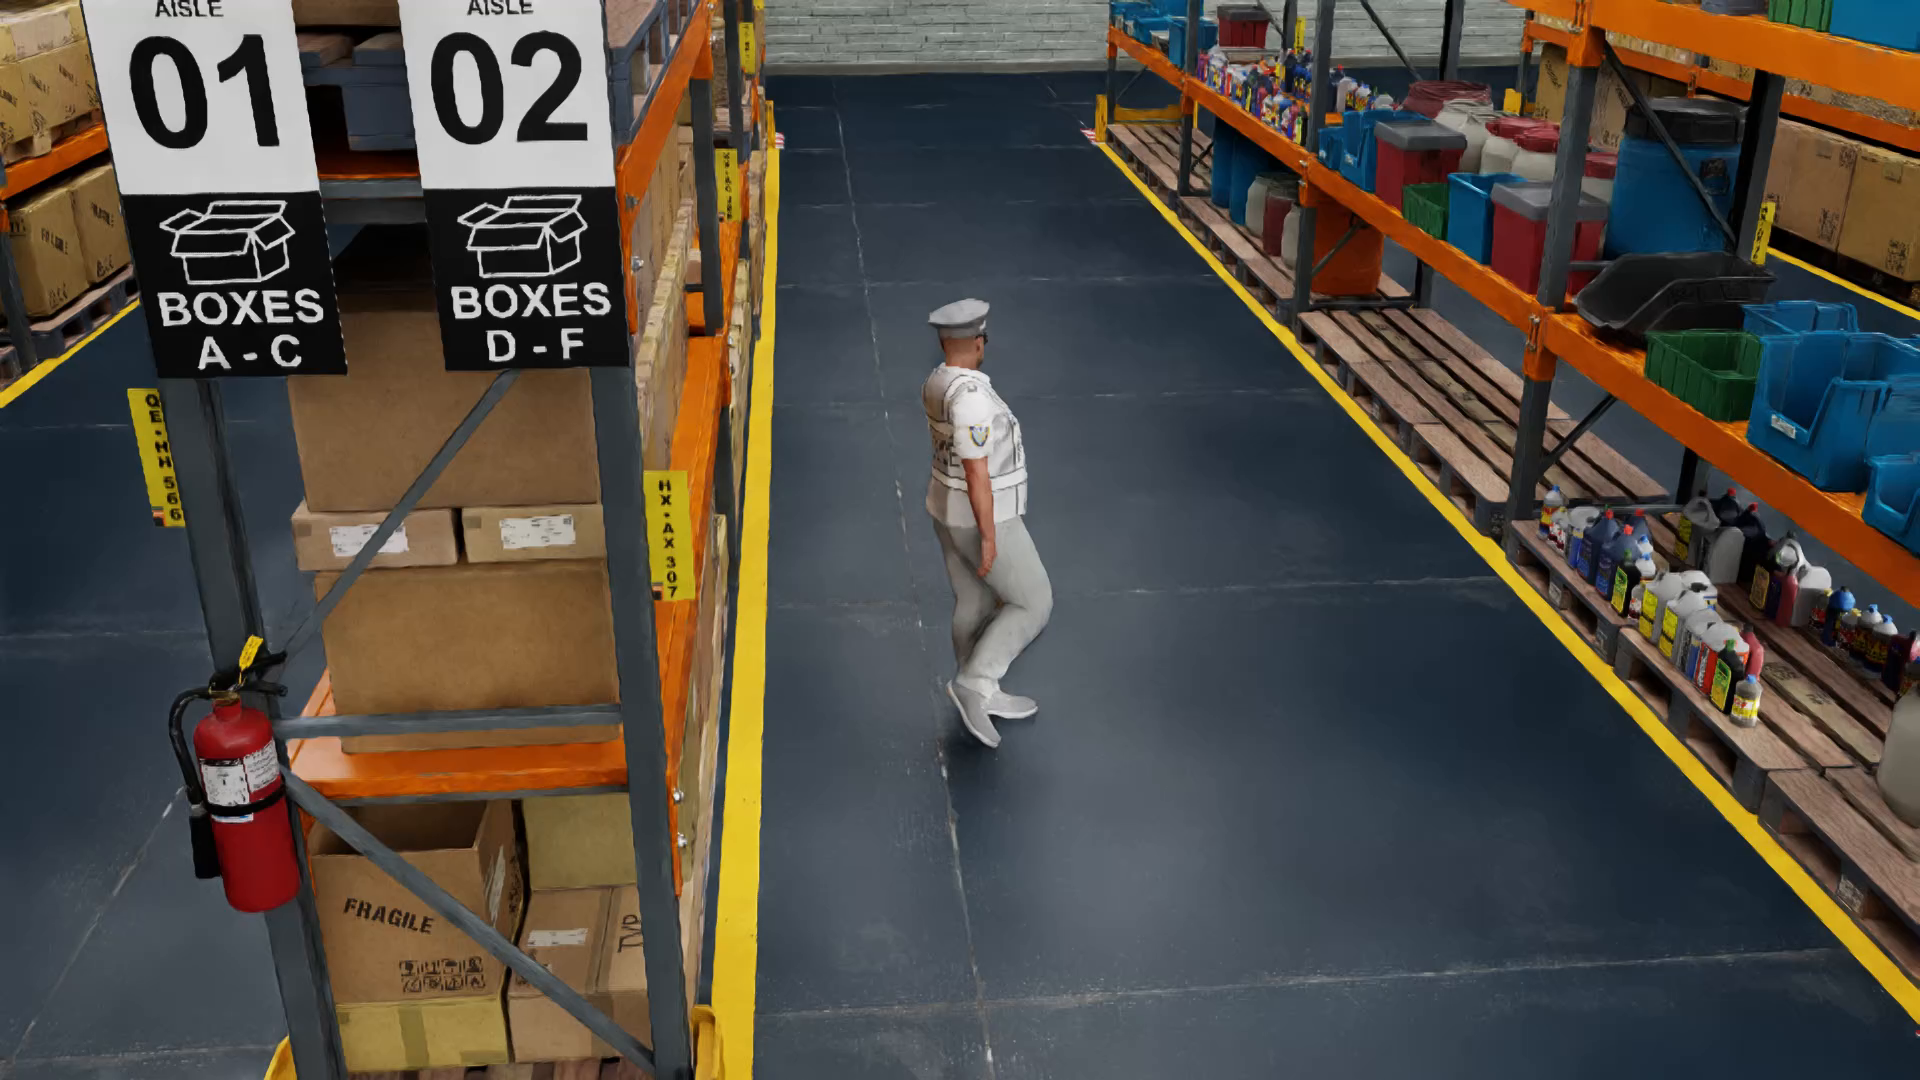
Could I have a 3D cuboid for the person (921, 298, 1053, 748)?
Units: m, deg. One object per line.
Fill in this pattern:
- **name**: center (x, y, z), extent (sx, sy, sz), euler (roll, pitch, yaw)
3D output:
- **person**: center (0.101, -0.068, 6.736), extent (0.450, 1.749, 0.706), euler (-7, 25, -17)
